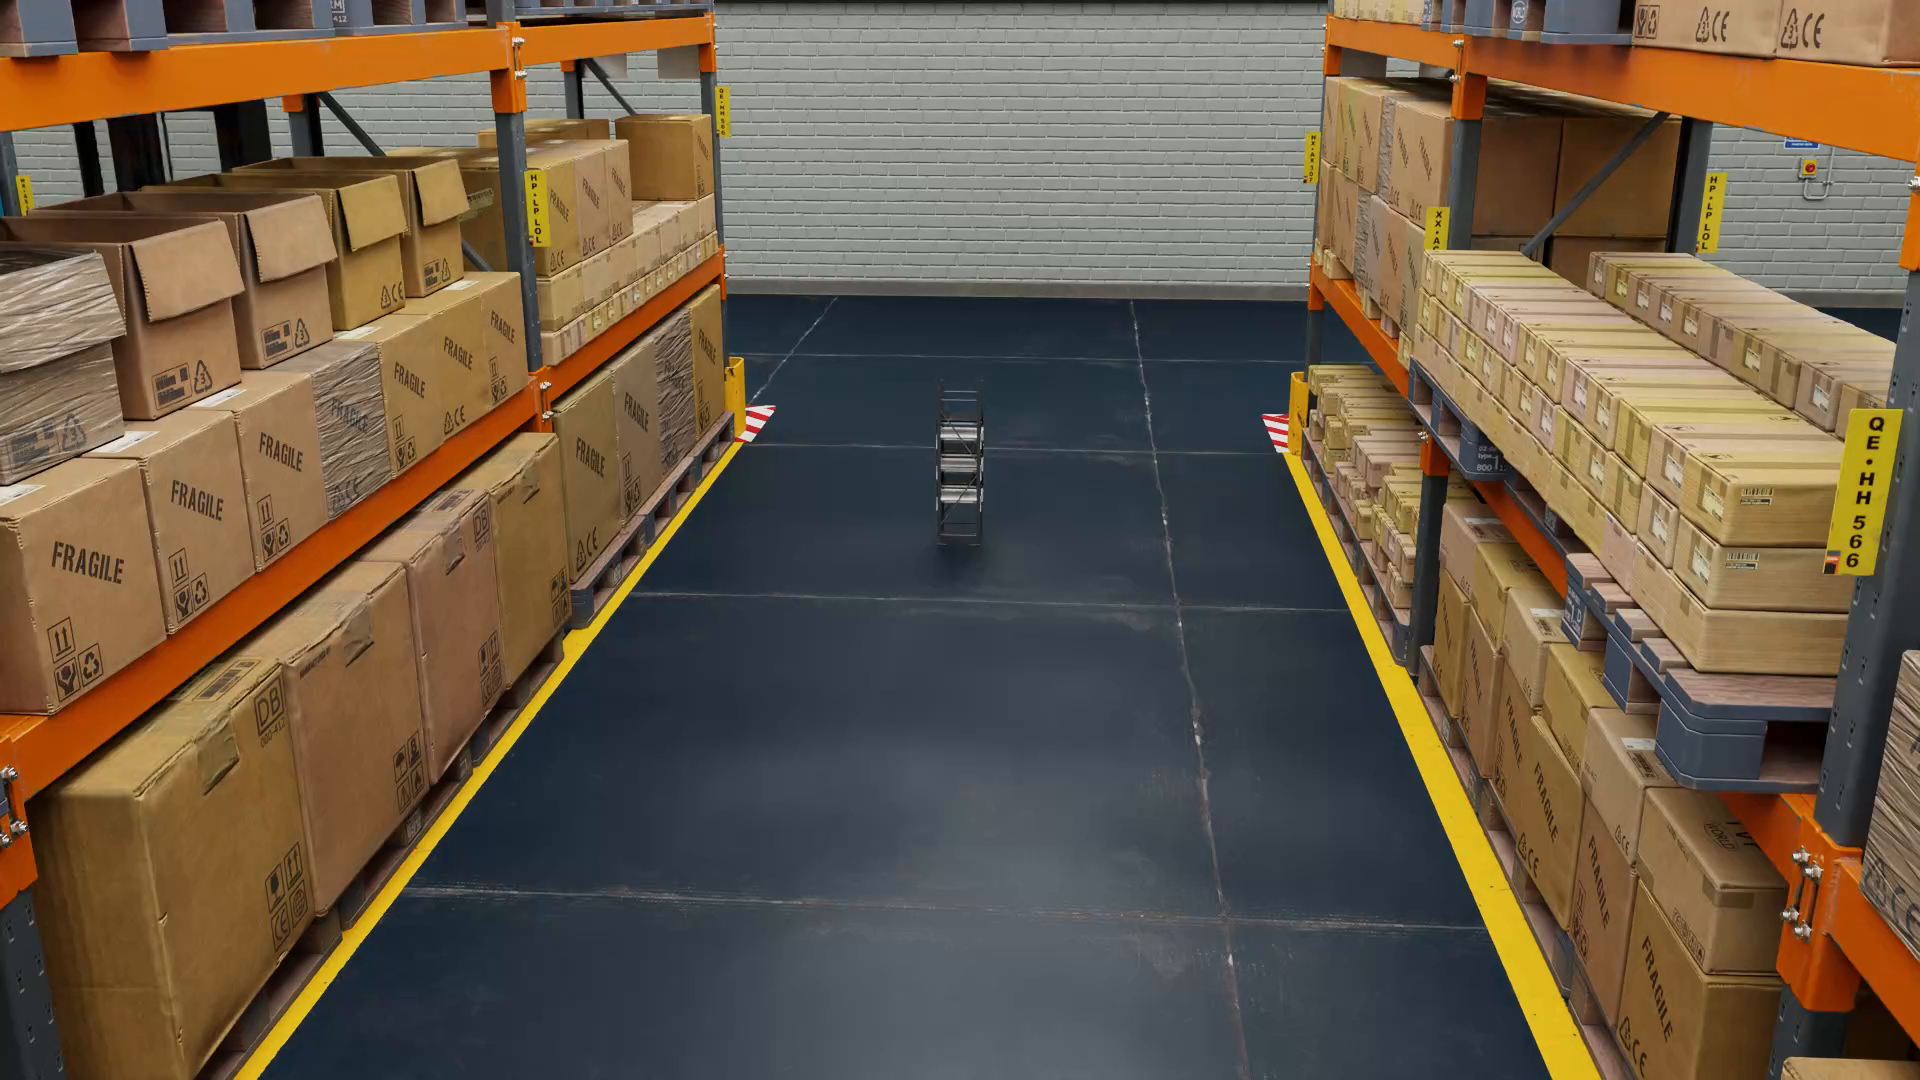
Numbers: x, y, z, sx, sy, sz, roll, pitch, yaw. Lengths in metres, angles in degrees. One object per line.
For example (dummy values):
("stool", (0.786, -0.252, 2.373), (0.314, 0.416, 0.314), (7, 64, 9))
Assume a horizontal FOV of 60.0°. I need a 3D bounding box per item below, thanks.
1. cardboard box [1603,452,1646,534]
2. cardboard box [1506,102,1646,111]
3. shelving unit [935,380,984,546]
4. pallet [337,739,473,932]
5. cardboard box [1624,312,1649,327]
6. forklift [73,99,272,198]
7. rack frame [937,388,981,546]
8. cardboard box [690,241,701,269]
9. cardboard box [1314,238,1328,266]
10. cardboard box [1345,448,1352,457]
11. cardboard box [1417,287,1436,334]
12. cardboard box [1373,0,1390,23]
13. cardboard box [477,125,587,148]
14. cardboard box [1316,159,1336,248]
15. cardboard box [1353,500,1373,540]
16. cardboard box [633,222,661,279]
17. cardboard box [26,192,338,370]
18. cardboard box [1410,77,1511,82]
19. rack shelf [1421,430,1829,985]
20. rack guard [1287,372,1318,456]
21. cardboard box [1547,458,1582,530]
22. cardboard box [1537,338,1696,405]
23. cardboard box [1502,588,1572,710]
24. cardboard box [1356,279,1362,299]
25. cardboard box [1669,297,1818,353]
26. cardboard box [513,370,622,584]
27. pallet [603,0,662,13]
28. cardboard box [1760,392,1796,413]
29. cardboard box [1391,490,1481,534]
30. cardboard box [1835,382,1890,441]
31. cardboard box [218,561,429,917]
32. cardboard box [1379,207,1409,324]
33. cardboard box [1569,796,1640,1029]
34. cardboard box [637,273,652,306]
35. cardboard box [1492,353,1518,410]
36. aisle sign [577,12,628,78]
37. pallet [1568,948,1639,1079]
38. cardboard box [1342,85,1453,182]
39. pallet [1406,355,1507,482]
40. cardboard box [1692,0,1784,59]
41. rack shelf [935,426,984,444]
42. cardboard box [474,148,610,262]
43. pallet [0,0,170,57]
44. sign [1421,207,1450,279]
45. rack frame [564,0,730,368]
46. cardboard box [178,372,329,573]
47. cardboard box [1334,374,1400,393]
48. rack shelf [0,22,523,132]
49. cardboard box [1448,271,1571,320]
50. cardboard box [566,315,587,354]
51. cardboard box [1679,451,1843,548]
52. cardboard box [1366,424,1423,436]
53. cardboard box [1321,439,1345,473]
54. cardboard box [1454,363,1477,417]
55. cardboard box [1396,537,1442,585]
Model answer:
("cardboard box", (1.865, -0.116, 4.211), (0.380, 0.149, 0.250), (2, 18, 5))
("cardboard box", (2.834, -1.769, 7.759), (0.500, 0.500, 0.500), (1, 18, 2))
("shelving unit", (0.001, -0.430, 9.291), (0.258, 0.900, 0.210), (1, 18, 4))
("pallet", (-2.468, 0.996, 6.045), (1.003, 0.211, 1.213), (1, 18, 4))
("cardboard box", (2.667, -0.743, 6.125), (0.380, 0.149, 0.250), (2, 18, 6))
("forklift", (-4.772, -1.686, 9.860), (1.130, 2.935, 3.031), (3, 18, 8))
("rack frame", (-0.007, -0.399, 9.194), (0.240, 0.900, 0.006), (1, 18, 4))
("cardboard box", (-1.849, -1.797, 10.492), (0.380, 0.149, 0.250), (1, 18, 4))
("cardboard box", (2.474, -1.838, 10.619), (0.380, 0.149, 0.250), (1, 18, 3))
("cardboard box", (2.474, -0.556, 9.730), (0.380, 0.149, 0.250), (0, 18, 1))
("cardboard box", (2.050, -0.918, 6.659), (0.380, 0.149, 0.250), (2, 18, 5))
("cardboard box", (2.423, -2.788, 8.536), (0.500, 0.250, 0.500), (1, 18, 4))
("cardboard box", (-2.487, -2.160, 9.757), (0.500, 0.500, 0.500), (1, 18, 2))
("cardboard box", (2.516, -2.106, 10.396), (0.500, 0.500, 0.500), (2, 18, 7))
("cardboard box", (2.299, -0.104, 8.828), (0.380, 0.149, 0.250), (1, 18, 4))
("cardboard box", (-1.993, -1.629, 9.341), (0.500, 0.250, 0.500), (1, 18, 4))
("cardboard box", (-2.530, -0.870, 5.489), (0.797, 0.503, 0.637), (2, 18, 6))
("cardboard box", (3.039, -2.567, 10.196), (0.500, 0.500, 0.500), (1, 18, 3))
("rack shelf", (2.394, 0.154, 5.290), (1.077, 0.370, 4.000), (1, 18, 4))
("rack guard", (2.818, -0.839, 11.182), (1.175, 0.500, 0.348), (1, 18, 4))
("cardboard box", (1.904, -0.128, 4.725), (0.380, 0.149, 0.250), (0, 18, 1))
("cardboard box", (1.923, -0.493, 4.884), (0.380, 0.149, 0.250), (2, 18, 7))
("cardboard box", (2.144, 0.371, 5.610), (0.500, 0.250, 0.500), (2, 18, 6))
("cardboard box", (2.452, -1.433, 9.381), (0.380, 0.149, 0.250), (1, 18, 3))
("cardboard box", (2.624, -0.721, 5.580), (0.380, 0.149, 0.250), (1, 18, 2))
("cardboard box", (-2.276, -0.344, 8.393), (0.875, 0.875, 0.875), (1, 18, 4))
("pallet", (-2.244, -2.966, 8.982), (1.003, 0.211, 1.213), (1, 18, 4))
("cardboard box", (2.576, -0.333, 4.875), (0.380, 0.149, 0.250), (1, 18, 3))
("cardboard box", (2.282, -0.133, 7.959), (0.380, 0.149, 0.250), (2, 18, 5))
("cardboard box", (2.535, -0.310, 4.326), (0.380, 0.149, 0.250), (1, 18, 2))
("cardboard box", (-2.548, 0.611, 5.478), (1.225, 0.875, 0.875), (1, 18, 4))
("cardboard box", (2.328, -1.315, 7.981), (0.500, 0.500, 0.500), (1, 18, 2))
("cardboard box", (2.078, 1.051, 4.739), (0.500, 0.500, 0.500), (2, 18, 6))
("cardboard box", (-1.940, -1.400, 9.281), (0.380, 0.149, 0.250), (1, 18, 2))
("cardboard box", (1.961, -0.510, 5.415), (0.380, 0.149, 0.250), (1, 18, 3))
("aisle sign", (-2.410, -3.457, 10.982), (0.394, 0.787, 0.004), (1, 18, 4))
("pallet", (2.308, 1.516, 4.457), (1.003, 0.211, 1.213), (1, 18, 4))
("cardboard box", (2.437, -2.263, 9.269), (0.500, 0.500, 0.500), (1, 18, 3))
("pallet", (2.337, -0.483, 6.389), (1.003, 0.211, 1.213), (1, 18, 4))
("cardboard box", (2.061, -1.378, 3.833), (0.500, 0.500, 0.500), (1, 18, 4))
("rack shelf", (0.001, -0.570, 9.245), (0.258, 0.077, 0.200), (1, 18, 4))
("cardboard box", (-2.071, -1.673, 8.270), (0.500, 0.500, 0.500), (1, 18, 4))
("pallet", (-2.696, -1.245, 3.892), (1.213, 0.211, 1.003), (2, 18, 6))
("sign", (1.995, -1.230, 6.968), (0.100, 0.325, 0.005), (1, 18, 4))
("rack frame", (-2.116, -2.193, 11.298), (1.000, 3.000, 0.127), (1, 18, 4))
("cardboard box", (-2.315, -0.220, 5.117), (0.500, 0.500, 0.500), (1, 18, 3))
("cardboard box", (2.548, -0.935, 10.408), (0.380, 0.149, 0.250), (2, 18, 5))
("rack shelf", (-2.546, -1.413, 5.256), (1.077, 0.370, 4.000), (1, 18, 4))
("cardboard box", (2.015, -0.893, 6.105), (0.380, 0.149, 0.250), (1, 18, 4))
("cardboard box", (-2.031, -0.997, 8.053), (0.380, 0.149, 0.250), (1, 18, 2))
("cardboard box", (1.828, -0.092, 3.659), (0.380, 0.149, 0.250), (1, 18, 2))
("cardboard box", (2.450, -0.534, 9.184), (0.380, 0.149, 0.250), (1, 18, 4))
("cardboard box", (2.391, -0.503, 10.044), (0.380, 0.149, 0.250), (2, 18, 5))
("cardboard box", (1.995, -0.535, 5.967), (0.380, 0.149, 0.250), (1, 18, 4))
("cardboard box", (2.243, 0.100, 7.726), (0.380, 0.149, 0.250), (2, 18, 5))
